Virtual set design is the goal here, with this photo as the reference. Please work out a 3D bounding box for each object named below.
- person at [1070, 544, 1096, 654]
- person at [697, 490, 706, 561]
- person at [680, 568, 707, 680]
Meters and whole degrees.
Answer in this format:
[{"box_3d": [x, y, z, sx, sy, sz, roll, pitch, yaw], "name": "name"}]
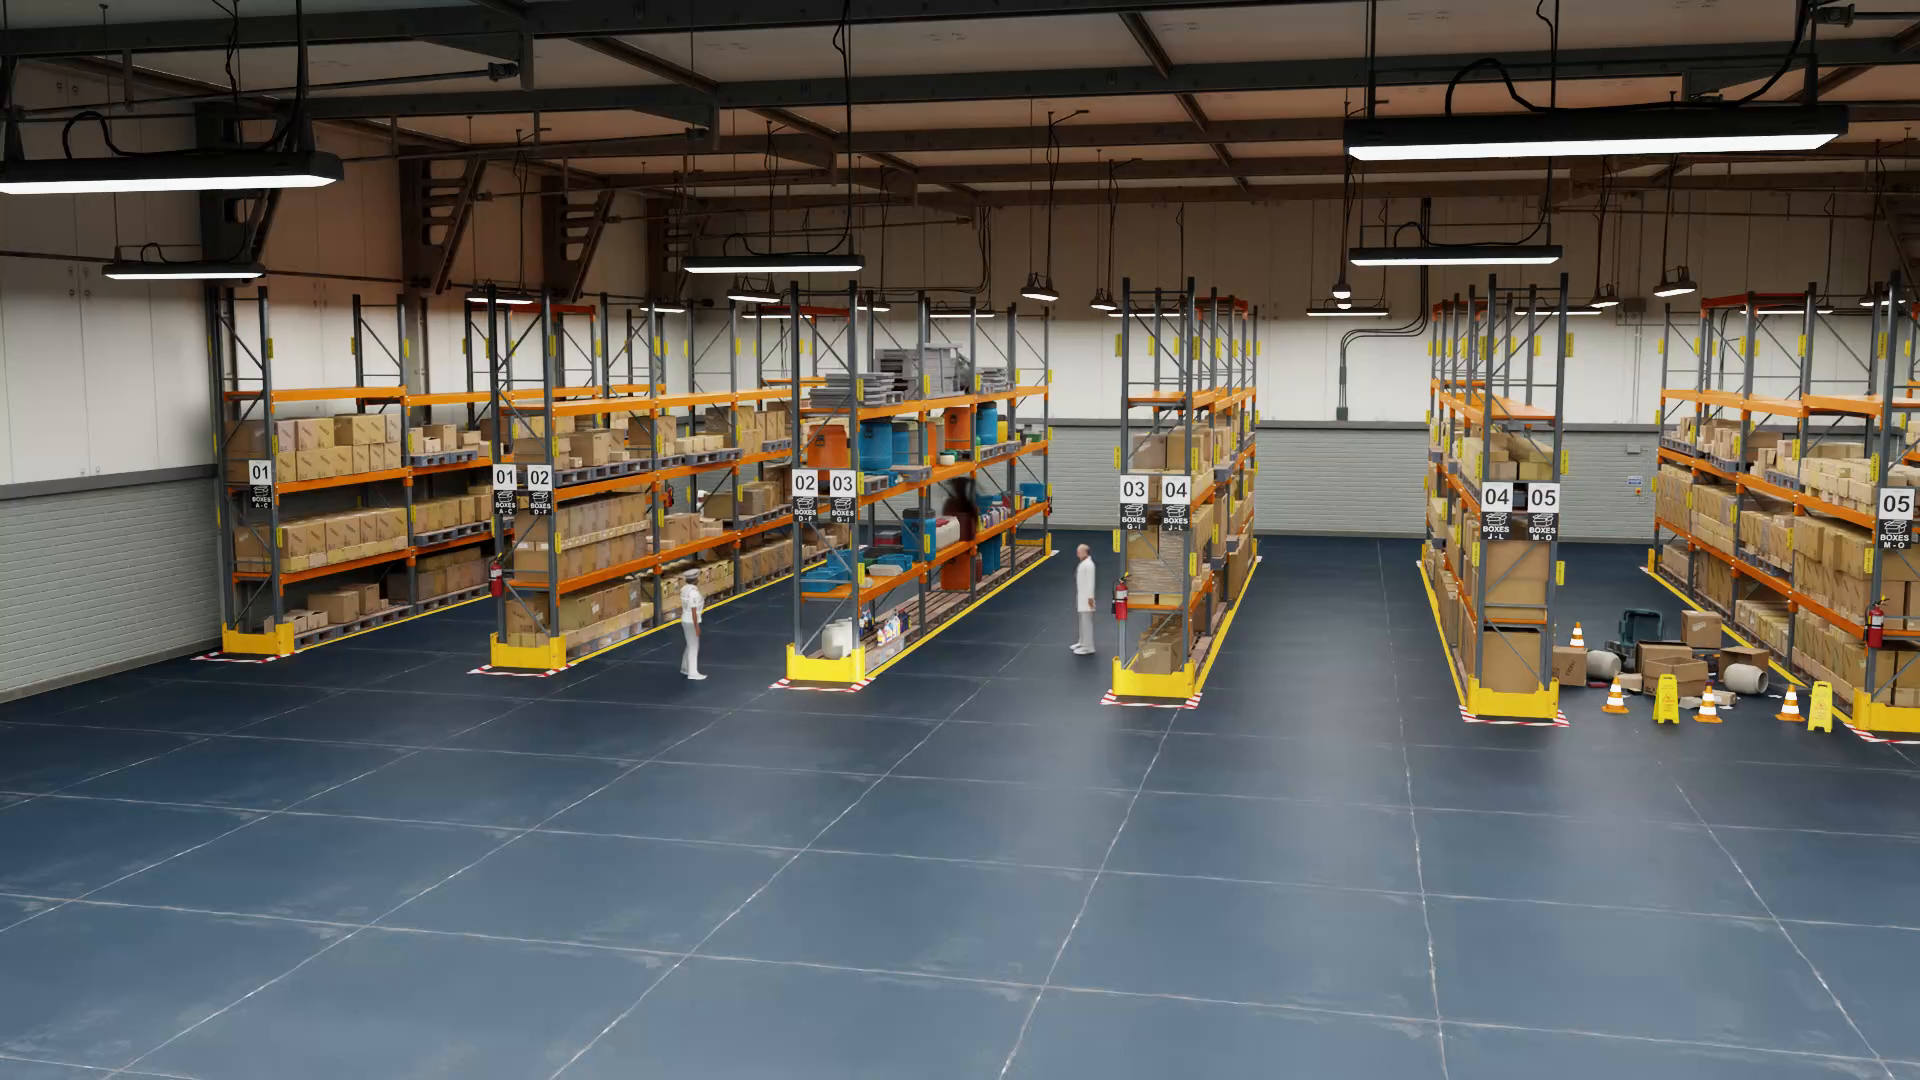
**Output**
[{"box_3d": [2.048, 1.049, 27.533, 0.411, 1.596, 0.643, 0, 7, -2], "name": "person"}, {"box_3d": [-5.818, -0.263, 38.184, 0.583, 1.770, 0.557, 3, 7, 21], "name": "person"}, {"box_3d": [-4.060, 1.287, 25.307, 0.373, 1.715, 0.551, -2, 7, -14], "name": "person"}]
